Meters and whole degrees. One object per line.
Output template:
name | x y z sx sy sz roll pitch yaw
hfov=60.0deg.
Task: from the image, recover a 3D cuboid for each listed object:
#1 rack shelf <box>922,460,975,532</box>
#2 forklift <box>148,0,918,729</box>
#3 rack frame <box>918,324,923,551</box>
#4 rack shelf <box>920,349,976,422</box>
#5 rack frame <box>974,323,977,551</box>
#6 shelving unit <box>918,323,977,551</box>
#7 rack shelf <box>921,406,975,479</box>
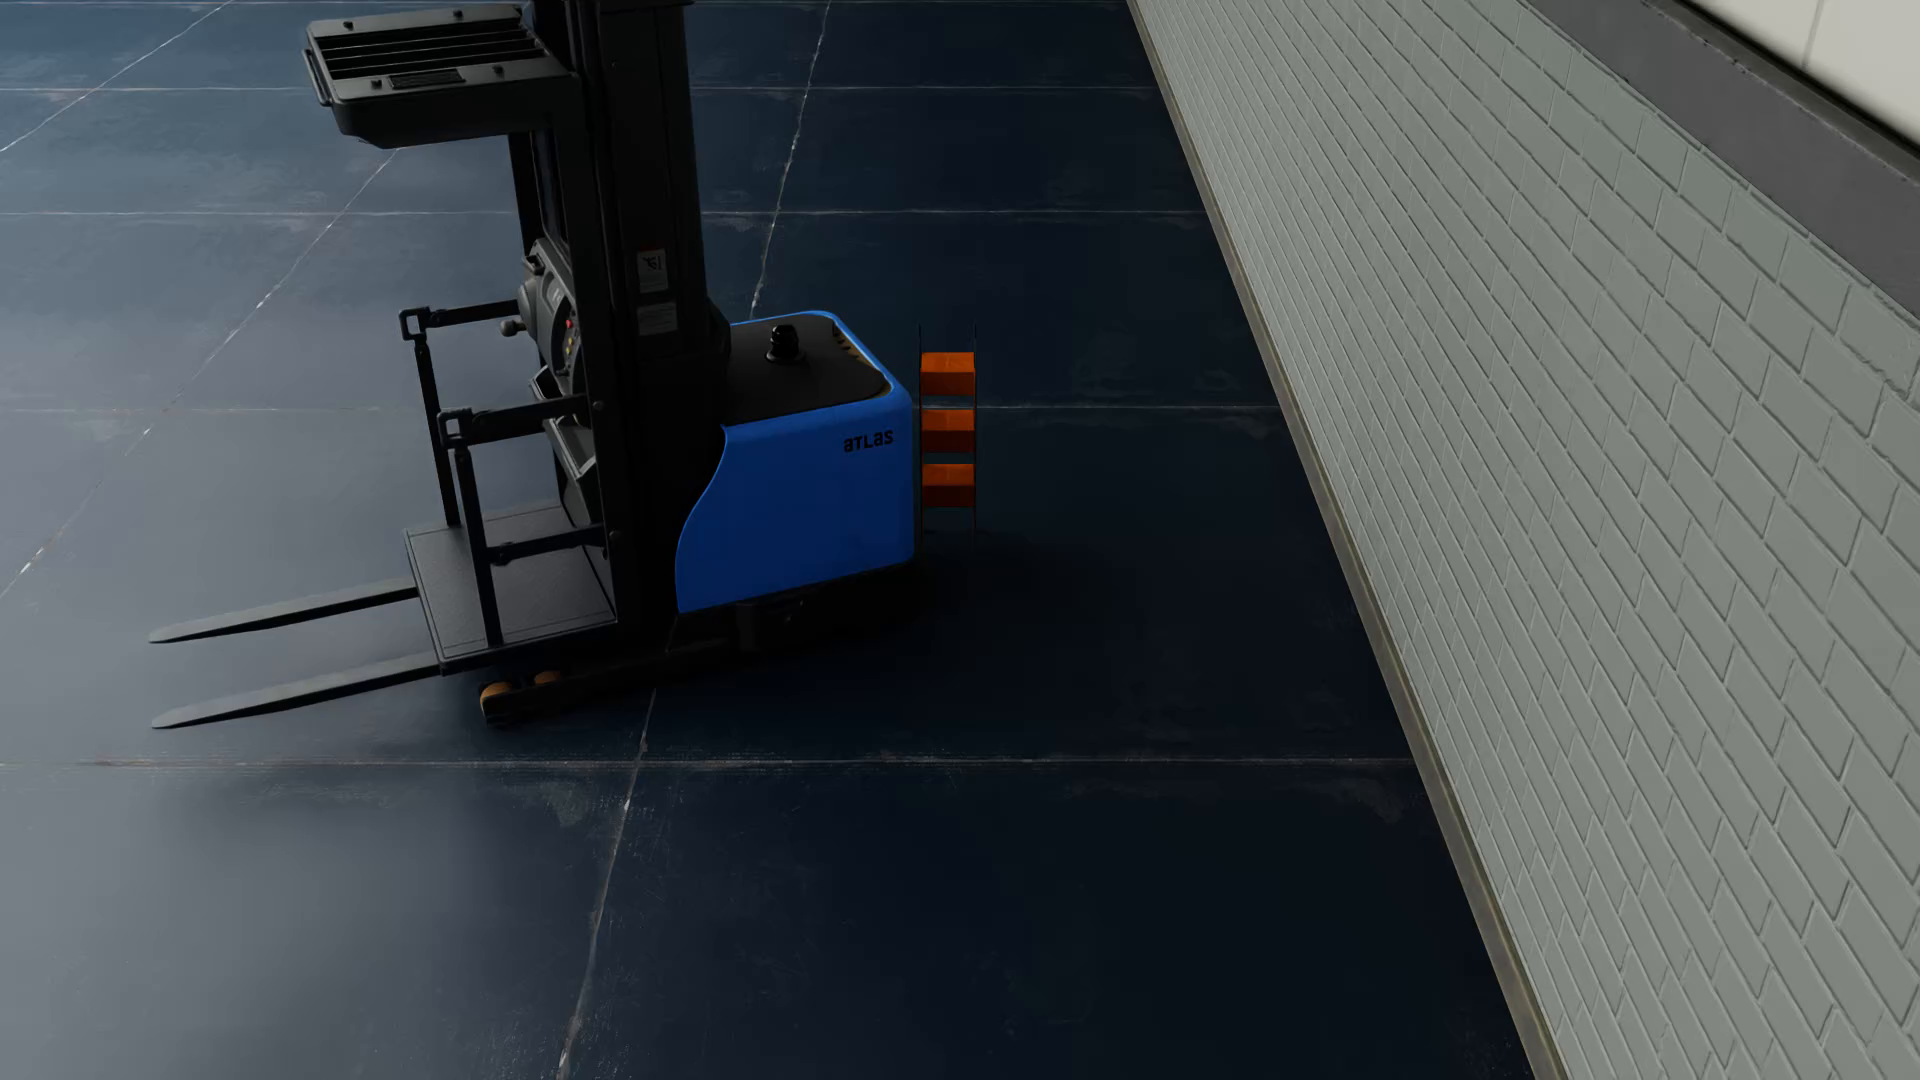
rack shelf | -0.054 -0.202 7.627 0.240 0.259 0.215 0 31 0
forklift | -1.744 -0.838 6.305 3.031 2.935 1.130 -13 34 -20
rack frame | -0.176 -0.448 7.477 0.008 1.050 0.200 0 31 0
rack shelf | -0.054 -0.682 7.336 0.240 0.259 0.215 0 31 0
rack frame | 0.068 -0.449 7.478 0.008 1.050 0.200 0 31 0
shelving unit | -0.054 -0.449 7.477 0.252 1.050 0.215 0 31 0
rack shelf | -0.054 -0.440 7.483 0.240 0.259 0.215 0 31 0
